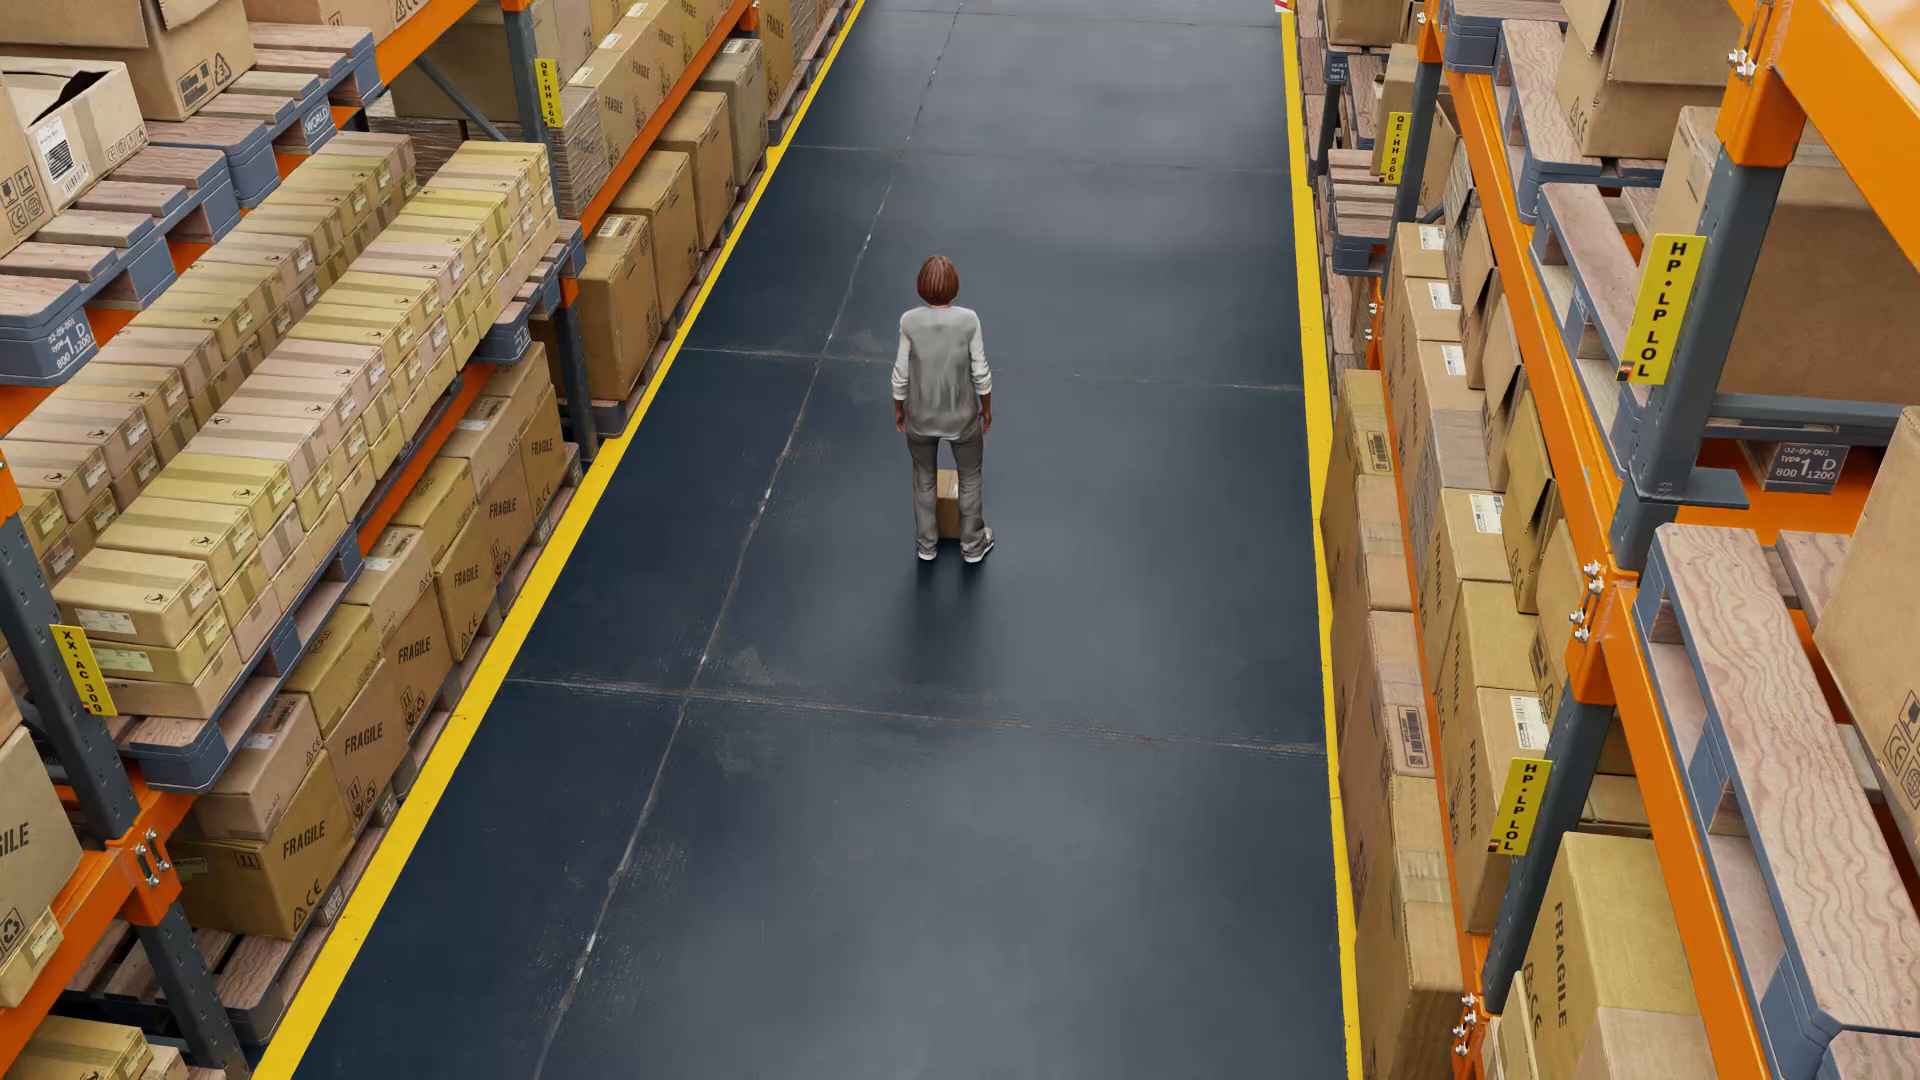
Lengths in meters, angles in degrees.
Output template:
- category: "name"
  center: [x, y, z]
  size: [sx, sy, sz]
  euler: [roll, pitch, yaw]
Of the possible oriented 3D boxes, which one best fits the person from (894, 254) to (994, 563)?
- category: "person"
  center: [-0.072, -0.580, 7.826]
  size: [0.477, 1.592, 0.347]
  euler: [2, 37, 3]
